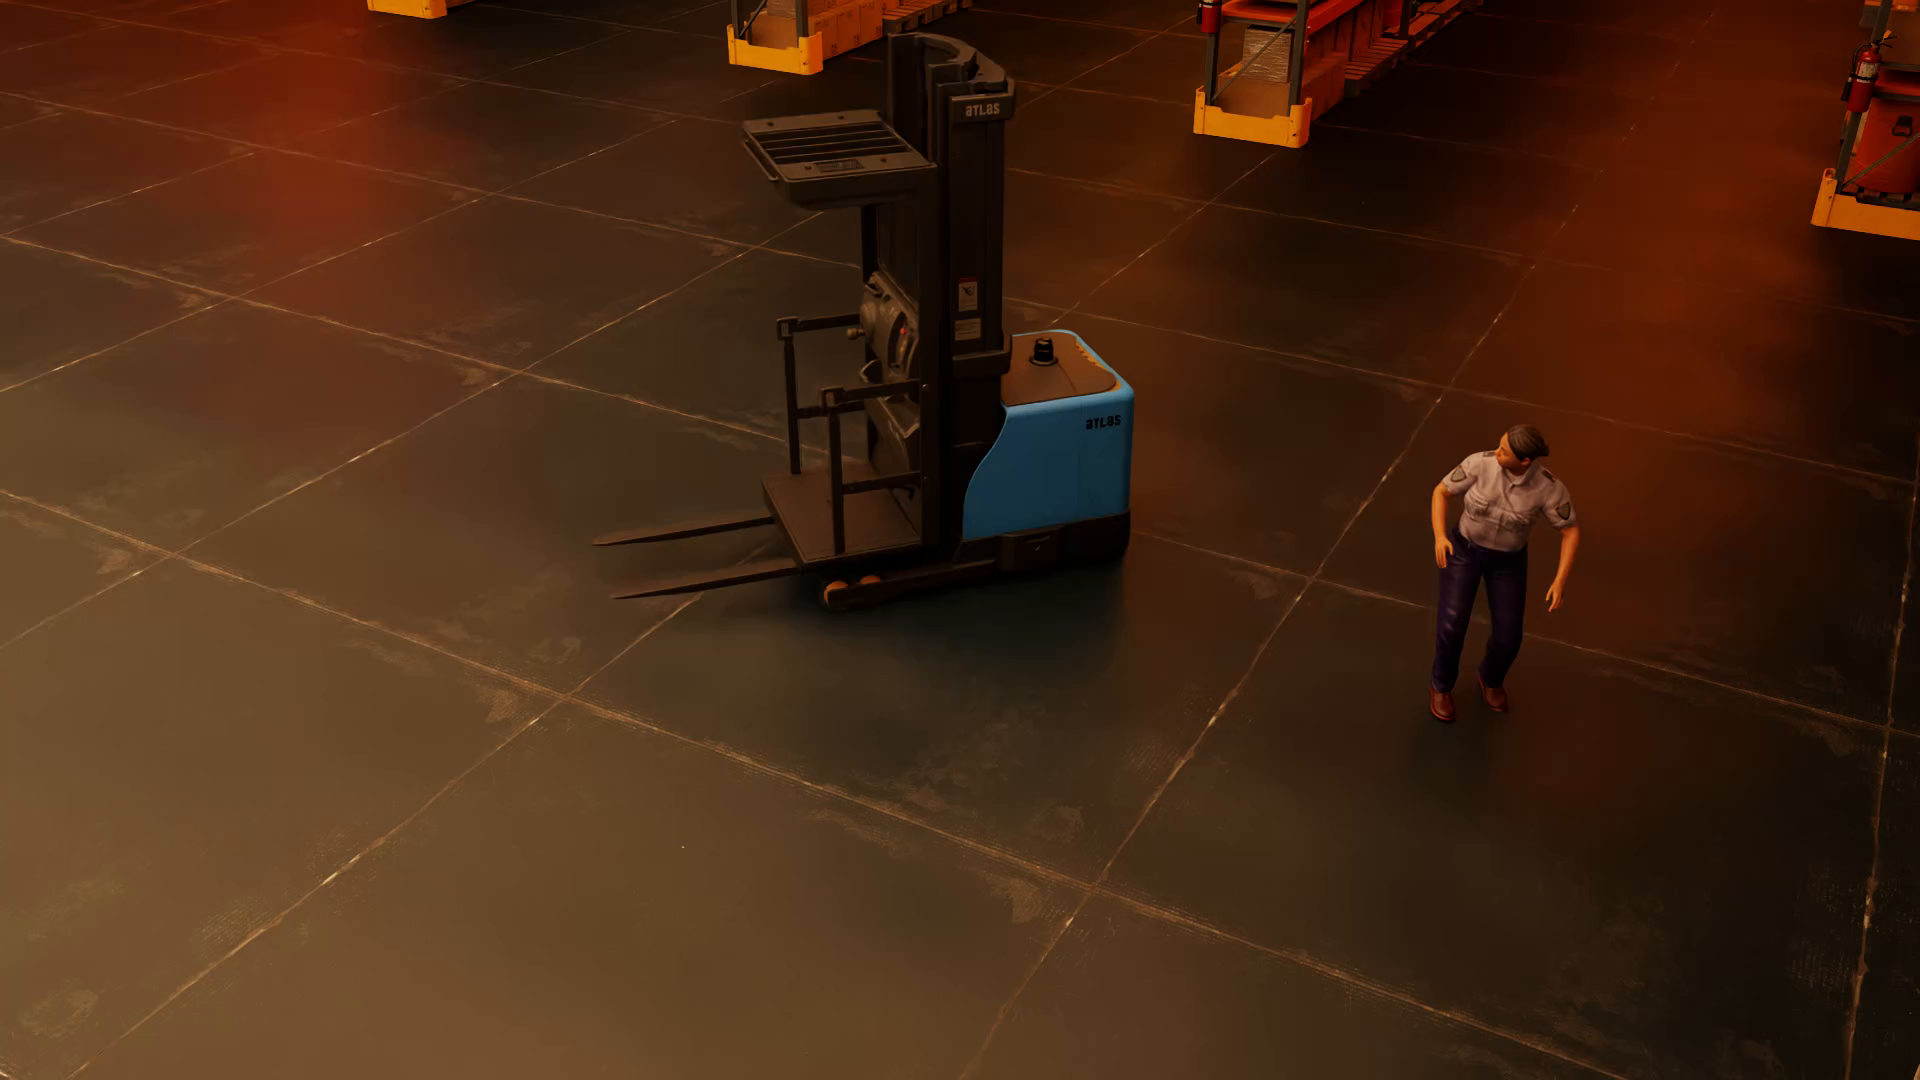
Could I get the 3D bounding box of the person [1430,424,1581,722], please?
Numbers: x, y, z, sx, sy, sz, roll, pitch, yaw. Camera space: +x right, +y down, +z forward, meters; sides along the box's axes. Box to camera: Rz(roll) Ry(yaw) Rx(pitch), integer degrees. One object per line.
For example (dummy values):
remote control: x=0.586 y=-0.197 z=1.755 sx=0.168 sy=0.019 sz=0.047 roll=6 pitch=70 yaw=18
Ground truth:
person: x=2.640 y=0.142 z=8.187 sx=0.708 sy=1.602 sz=0.499 roll=9 pitch=31 yaw=15

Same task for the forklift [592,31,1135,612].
forklift: x=-0.576 y=-1.167 z=9.092 sx=3.031 sy=2.935 sz=1.130 roll=-10 pitch=31 yaw=-16
